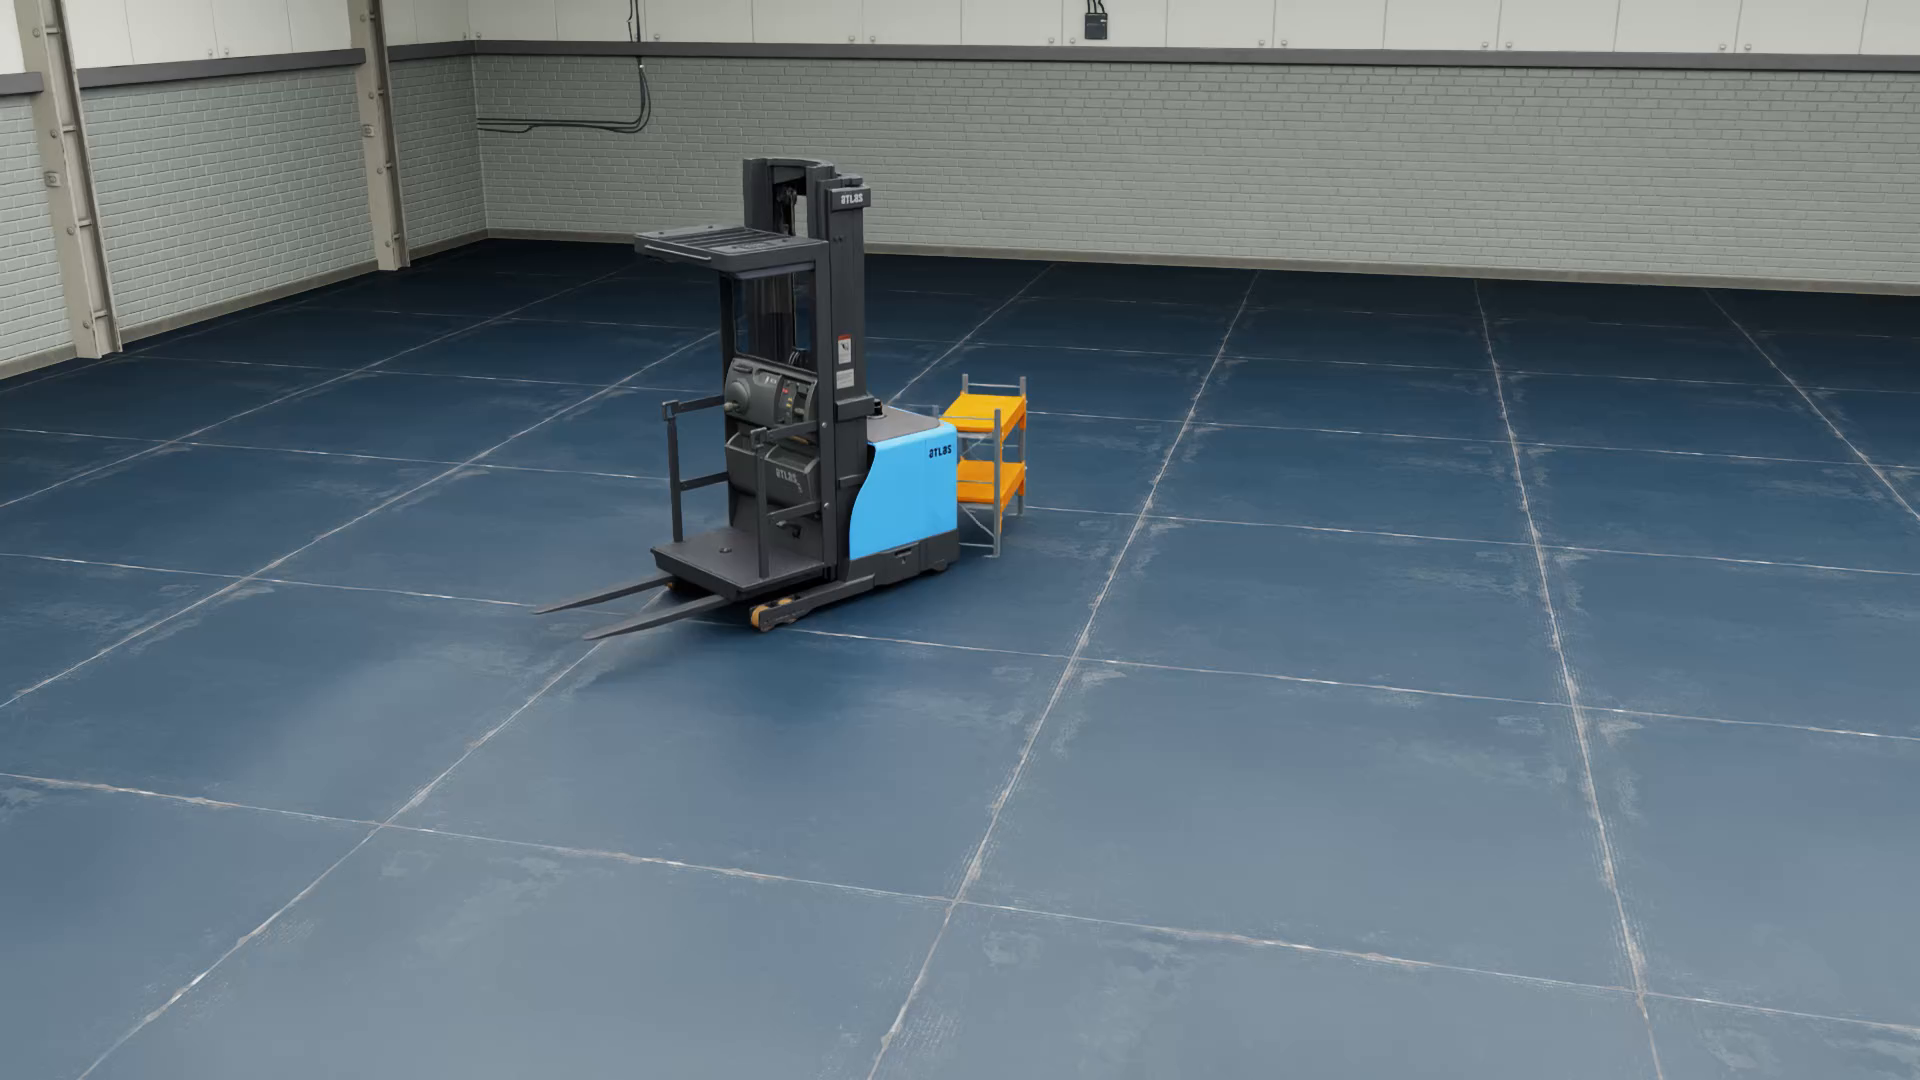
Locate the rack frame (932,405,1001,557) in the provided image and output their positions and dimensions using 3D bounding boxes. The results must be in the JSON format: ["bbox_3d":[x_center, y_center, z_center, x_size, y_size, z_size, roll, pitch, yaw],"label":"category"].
[{"bbox_3d":[0.048,-0.426,12.194,0.500,1.125,0.032,4,19,12],"label":"rack frame"}]

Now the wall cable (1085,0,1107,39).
[{"bbox_3d":[2.906,-9.922,22.552,2.305,6.003,0.169,5,19,13],"label":"wall cable"}]

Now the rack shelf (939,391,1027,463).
[{"bbox_3d":[0.156,-0.863,12.569,0.538,0.278,1.000,4,19,12],"label":"rack shelf"}]

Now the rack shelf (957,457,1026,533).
[{"bbox_3d":[0.156,-0.355,12.743,0.538,0.278,1.000,4,19,12],"label":"rack shelf"}]

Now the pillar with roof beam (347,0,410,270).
[{"bbox_3d":[-4.123,-7.908,21.919,9.100,9.000,0.400,5,19,13],"label":"pillar with roof beam"}]

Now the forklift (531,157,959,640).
[{"bbox_3d":[-1.424,-0.978,11.015,3.031,2.935,1.130,-17,25,-40],"label":"forklift"}]

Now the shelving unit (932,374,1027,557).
[{"bbox_3d":[0.156,-0.586,12.664,0.538,1.125,1.048,4,19,12],"label":"shelving unit"}]

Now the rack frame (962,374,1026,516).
[{"bbox_3d":[0.264,-0.747,13.134,0.500,1.125,0.032,4,19,12],"label":"rack frame"}]

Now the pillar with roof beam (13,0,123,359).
[{"bbox_3d":[-5.589,-6.028,16.413,9.100,9.000,0.400,5,19,13],"label":"pillar with roof beam"}]

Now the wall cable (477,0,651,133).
[{"bbox_3d":[-6.296,-7.598,25.814,3.097,2.526,0.112,5,19,13],"label":"wall cable"}]
